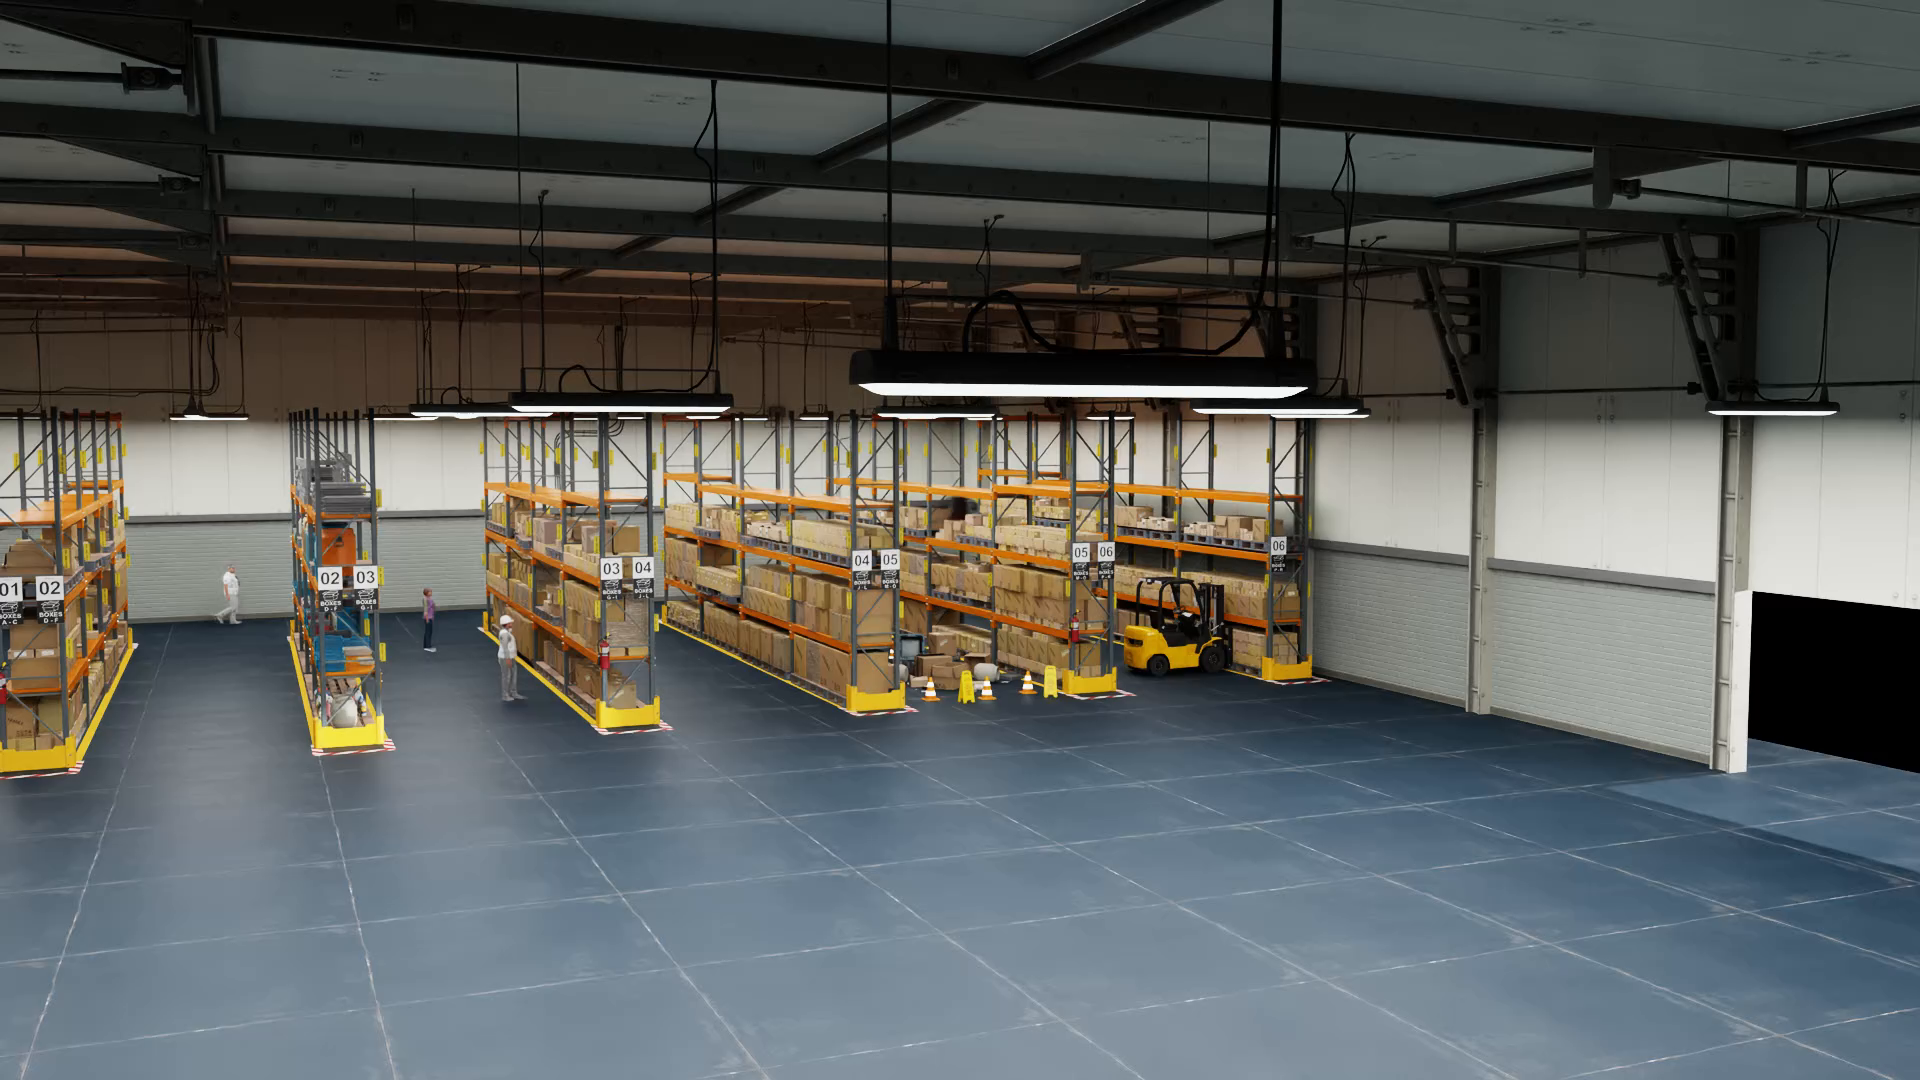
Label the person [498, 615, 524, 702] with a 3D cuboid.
[{"bbox_3d":[-9.314,2.437,34.371,0.462,1.775,0.590,0,4,5],"label":"person"}]

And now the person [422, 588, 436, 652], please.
[{"bbox_3d":[-13.363,2.003,41.871,0.318,1.620,0.480,-1,4,-17],"label":"person"}]

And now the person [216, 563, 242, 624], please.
[{"bbox_3d":[-20.767,1.530,47.196,0.655,1.737,0.568,-2,4,-22],"label":"person"}]
